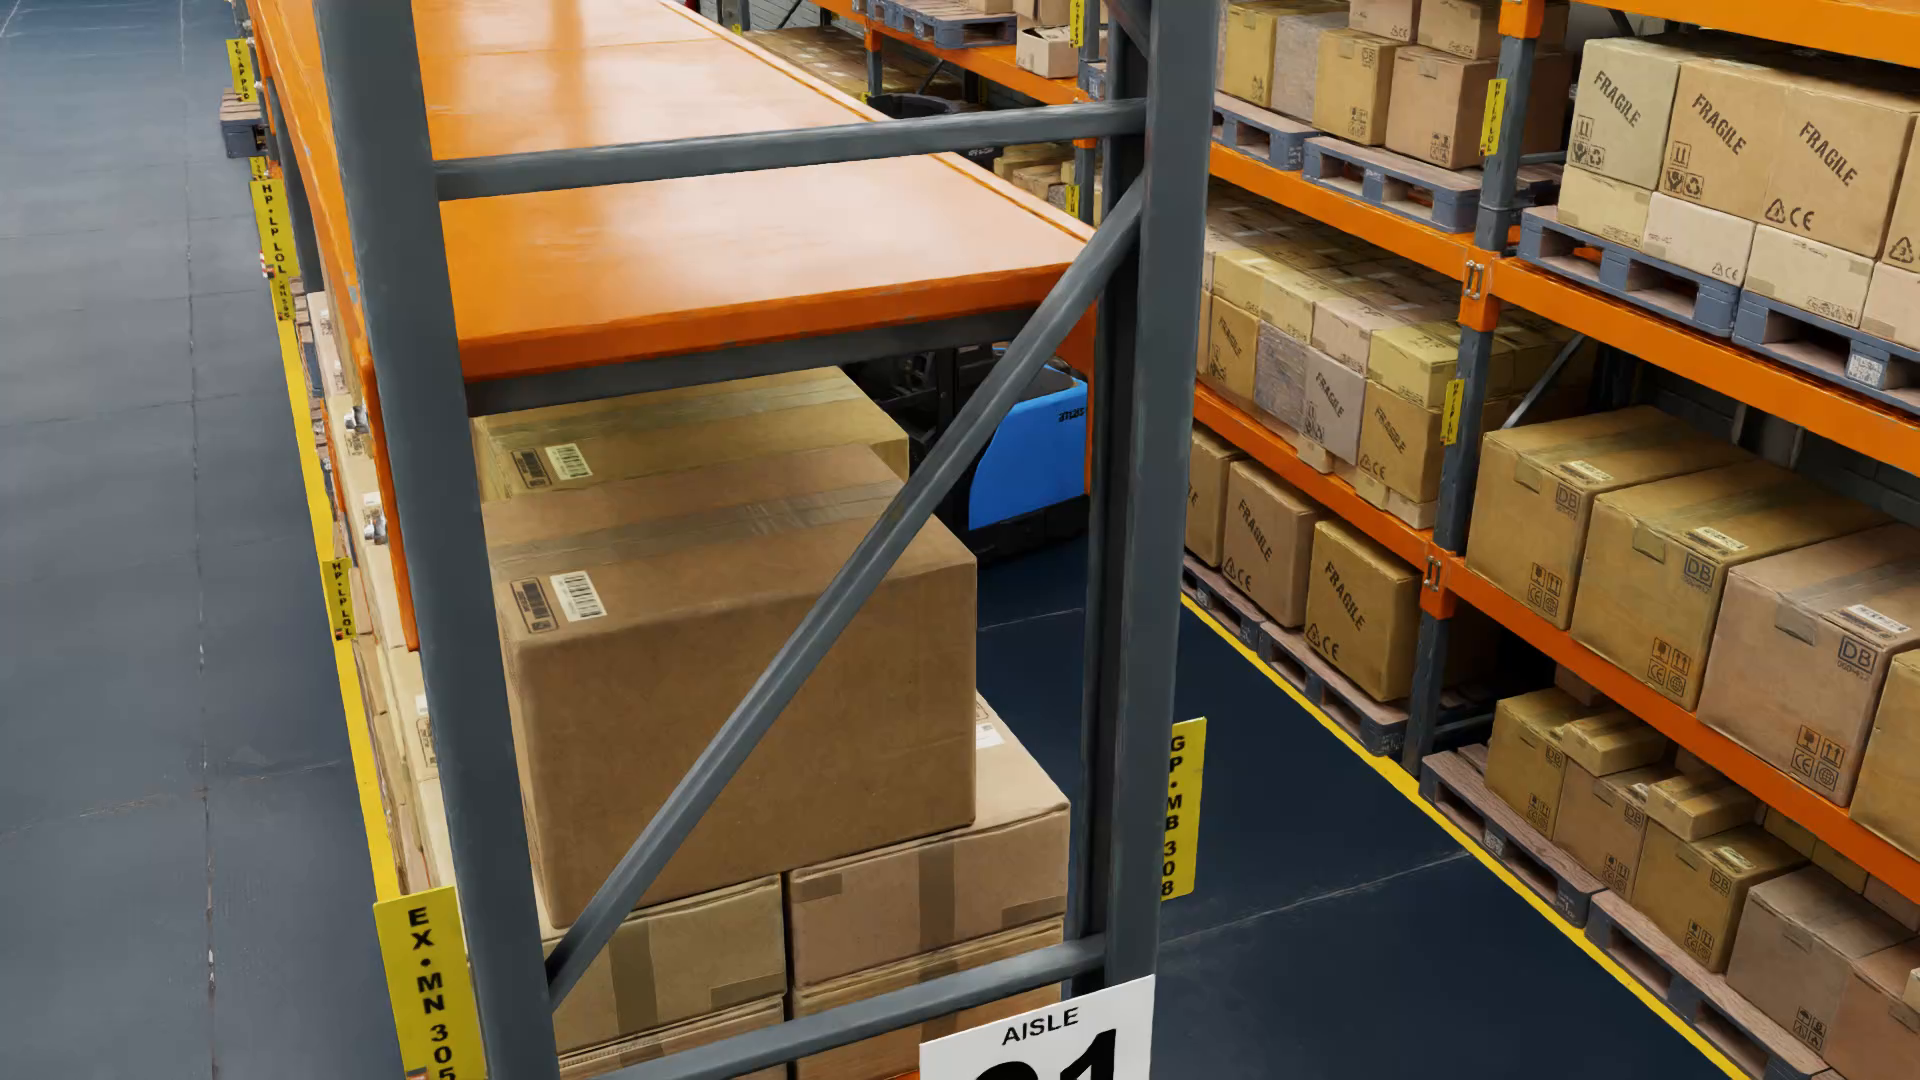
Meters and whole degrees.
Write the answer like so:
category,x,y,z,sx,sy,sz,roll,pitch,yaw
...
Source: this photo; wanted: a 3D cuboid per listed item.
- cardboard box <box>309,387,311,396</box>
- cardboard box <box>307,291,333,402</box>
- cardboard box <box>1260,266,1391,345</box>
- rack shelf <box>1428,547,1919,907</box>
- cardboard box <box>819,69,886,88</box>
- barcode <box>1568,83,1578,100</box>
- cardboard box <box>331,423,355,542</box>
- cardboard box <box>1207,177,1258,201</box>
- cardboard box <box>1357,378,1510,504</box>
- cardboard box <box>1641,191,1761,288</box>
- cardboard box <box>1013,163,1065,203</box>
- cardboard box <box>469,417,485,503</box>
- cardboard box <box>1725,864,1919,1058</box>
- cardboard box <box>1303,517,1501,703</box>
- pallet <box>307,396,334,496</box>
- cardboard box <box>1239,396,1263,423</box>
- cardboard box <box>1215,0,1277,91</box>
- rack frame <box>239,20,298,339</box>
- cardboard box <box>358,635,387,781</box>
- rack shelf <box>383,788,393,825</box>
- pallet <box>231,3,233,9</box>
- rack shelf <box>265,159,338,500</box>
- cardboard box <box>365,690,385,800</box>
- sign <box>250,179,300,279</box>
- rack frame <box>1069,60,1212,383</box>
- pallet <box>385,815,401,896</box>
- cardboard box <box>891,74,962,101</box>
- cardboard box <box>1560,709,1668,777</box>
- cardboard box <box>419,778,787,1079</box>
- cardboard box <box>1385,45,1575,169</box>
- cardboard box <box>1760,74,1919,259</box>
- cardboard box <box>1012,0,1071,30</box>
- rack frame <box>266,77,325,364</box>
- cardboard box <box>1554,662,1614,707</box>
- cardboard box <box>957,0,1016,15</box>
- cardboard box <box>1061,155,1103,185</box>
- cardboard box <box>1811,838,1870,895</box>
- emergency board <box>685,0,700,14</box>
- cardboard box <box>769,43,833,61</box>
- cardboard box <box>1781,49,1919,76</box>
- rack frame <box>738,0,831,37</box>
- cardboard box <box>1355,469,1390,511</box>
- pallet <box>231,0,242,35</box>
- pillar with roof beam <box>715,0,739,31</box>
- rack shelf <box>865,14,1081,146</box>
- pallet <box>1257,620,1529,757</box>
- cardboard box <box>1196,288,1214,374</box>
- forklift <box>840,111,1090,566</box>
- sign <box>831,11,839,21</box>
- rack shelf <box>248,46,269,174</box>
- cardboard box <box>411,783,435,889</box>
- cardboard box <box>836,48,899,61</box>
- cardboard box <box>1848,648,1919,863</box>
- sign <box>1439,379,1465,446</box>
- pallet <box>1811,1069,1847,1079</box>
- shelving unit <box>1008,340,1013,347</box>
category,x,y,z,sx,sy,sz,roll,pitch,yaw
cardboard box,-4.339,-0.965,11.823,0.500,0.311,0.500,-10,28,-19
cardboard box,-1.780,-0.626,5.296,0.500,0.250,0.500,-11,28,-21
cardboard box,2.006,-1.296,9.155,0.500,0.250,0.500,-10,28,-20
rack shelf,3.598,0.918,6.771,1.077,0.370,4.000,-11,28,-21
cardboard box,-0.988,-4.059,15.438,0.500,0.500,0.500,-11,28,-21
barcode,2.924,-2.137,7.923,0.001,0.075,0.075,-8,27,-16
cardboard box,-1.587,-0.199,4.991,0.500,0.250,0.500,-11,28,-21
cardboard box,1.665,-2.213,11.034,0.500,0.250,0.500,-10,28,-19
cardboard box,2.402,-0.543,8.468,0.500,0.500,0.500,-11,28,-21
cardboard box,3.029,-1.194,6.437,0.500,0.250,0.500,-11,28,-22
cardboard box,0.811,-2.479,12.293,0.700,0.500,0.500,-13,29,-25
cardboard box,-0.804,-0.192,3.551,0.700,0.500,0.500,-11,28,-21
cardboard box,3.622,1.666,6.788,0.700,0.500,0.500,-12,28,-22
cardboard box,2.441,0.325,9.138,0.750,0.750,0.750,-10,28,-20
pallet,-2.978,-0.627,9.334,1.213,0.211,1.003,-11,28,-21
cardboard box,1.871,-0.826,9.787,0.380,0.149,0.250,-10,28,-19
cardboard box,1.747,-3.027,9.997,0.700,0.500,0.500,-12,29,-23
rack frame,-4.875,-2.590,13.135,1.000,3.000,0.127,-11,28,-21
cardboard box,-1.613,0.593,5.364,0.500,0.500,0.500,-11,28,-22
rack shelf,-0.958,1.771,5.024,1.077,0.370,4.000,-11,28,-21
pallet,-5.706,-4.729,14.200,1.003,0.211,1.213,-11,28,-21
rack shelf,-2.525,-1.192,7.674,1.077,0.370,4.000,-11,28,-21
cardboard box,-2.580,1.012,8.106,0.500,0.500,0.500,-10,28,-20
sign,-2.251,-1.020,5.464,0.100,0.325,0.005,-11,28,-21
rack frame,1.249,-1.827,11.574,1.000,3.000,0.127,-11,28,-21
pallet,-2.095,1.571,7.791,1.003,0.211,1.213,-11,28,-21
cardboard box,-0.310,-3.946,15.207,0.500,0.500,0.500,-11,28,-22
cardboard box,2.980,0.920,7.579,0.380,0.149,0.250,-10,28,-19
cardboard box,-0.611,0.586,2.813,0.500,0.250,0.500,-11,28,-21
cardboard box,2.571,-2.177,8.256,0.700,0.500,0.500,-12,29,-23
cardboard box,3.242,-1.323,5.845,0.500,0.500,0.500,-10,28,-20
cardboard box,0.826,-3.770,11.993,0.797,0.503,0.637,-7,27,-13
rack frame,-1.742,-2.056,5.204,1.000,3.000,0.127,-11,28,-21
cardboard box,3.140,0.657,8.116,0.380,0.149,0.250,-11,28,-21
cardboard box,0.306,-4.291,12.609,0.500,0.500,0.500,-12,28,-22
cardboard box,0.946,-2.623,11.849,0.380,0.149,0.250,-16,30,-29
cardboard box,3.750,1.284,6.831,0.380,0.149,0.250,-10,28,-20
emergency board,-4.097,-8.349,24.932,0.194,1.169,0.643,-11,28,-21
cardboard box,-1.593,-4.680,16.711,0.500,0.500,0.500,-12,28,-22
cardboard box,3.506,-1.613,6.441,0.500,0.500,0.500,-12,28,-22
rack frame,-1.884,-5.057,18.189,1.000,3.000,0.127,-11,28,-21
cardboard box,2.302,-0.294,8.698,0.380,0.149,0.250,-10,28,-20
pallet,-5.232,-4.238,13.192,1.003,0.211,1.213,-11,28,-21
pillar with roof beam,-7.125,-9.301,20.044,9.100,9.000,0.400,-11,28,-21
rack shelf,0.465,-3.659,12.727,1.077,0.370,4.000,-11,28,-21
pallet,2.443,0.742,9.490,1.003,0.211,1.213,-11,28,-21
cardboard box,1.593,-1.361,10.144,0.500,0.500,0.500,-11,28,-21
forklift,-0.609,-1.129,10.294,3.031,2.867,1.129,-18,31,-32
sign,-1.366,-5.807,18.044,0.100,0.325,0.005,-11,28,-21
rack shelf,-4.091,-2.807,10.981,1.077,0.370,4.000,-11,28,-21
cardboard box,-0.805,0.609,3.337,0.500,0.250,0.500,-11,28,-21
cardboard box,-0.913,-4.566,16.476,0.500,0.500,0.500,-10,28,-20
cardboard box,3.877,0.771,5.909,0.980,0.700,0.700,-11,28,-21
sign,2.320,-0.600,7.831,0.100,0.325,0.005,-11,28,-21
pallet,3.996,2.346,6.205,1.003,0.211,1.213,-11,28,-21
shelving unit,0.012,-1.336,11.996,0.755,1.500,0.431,9,46,5
